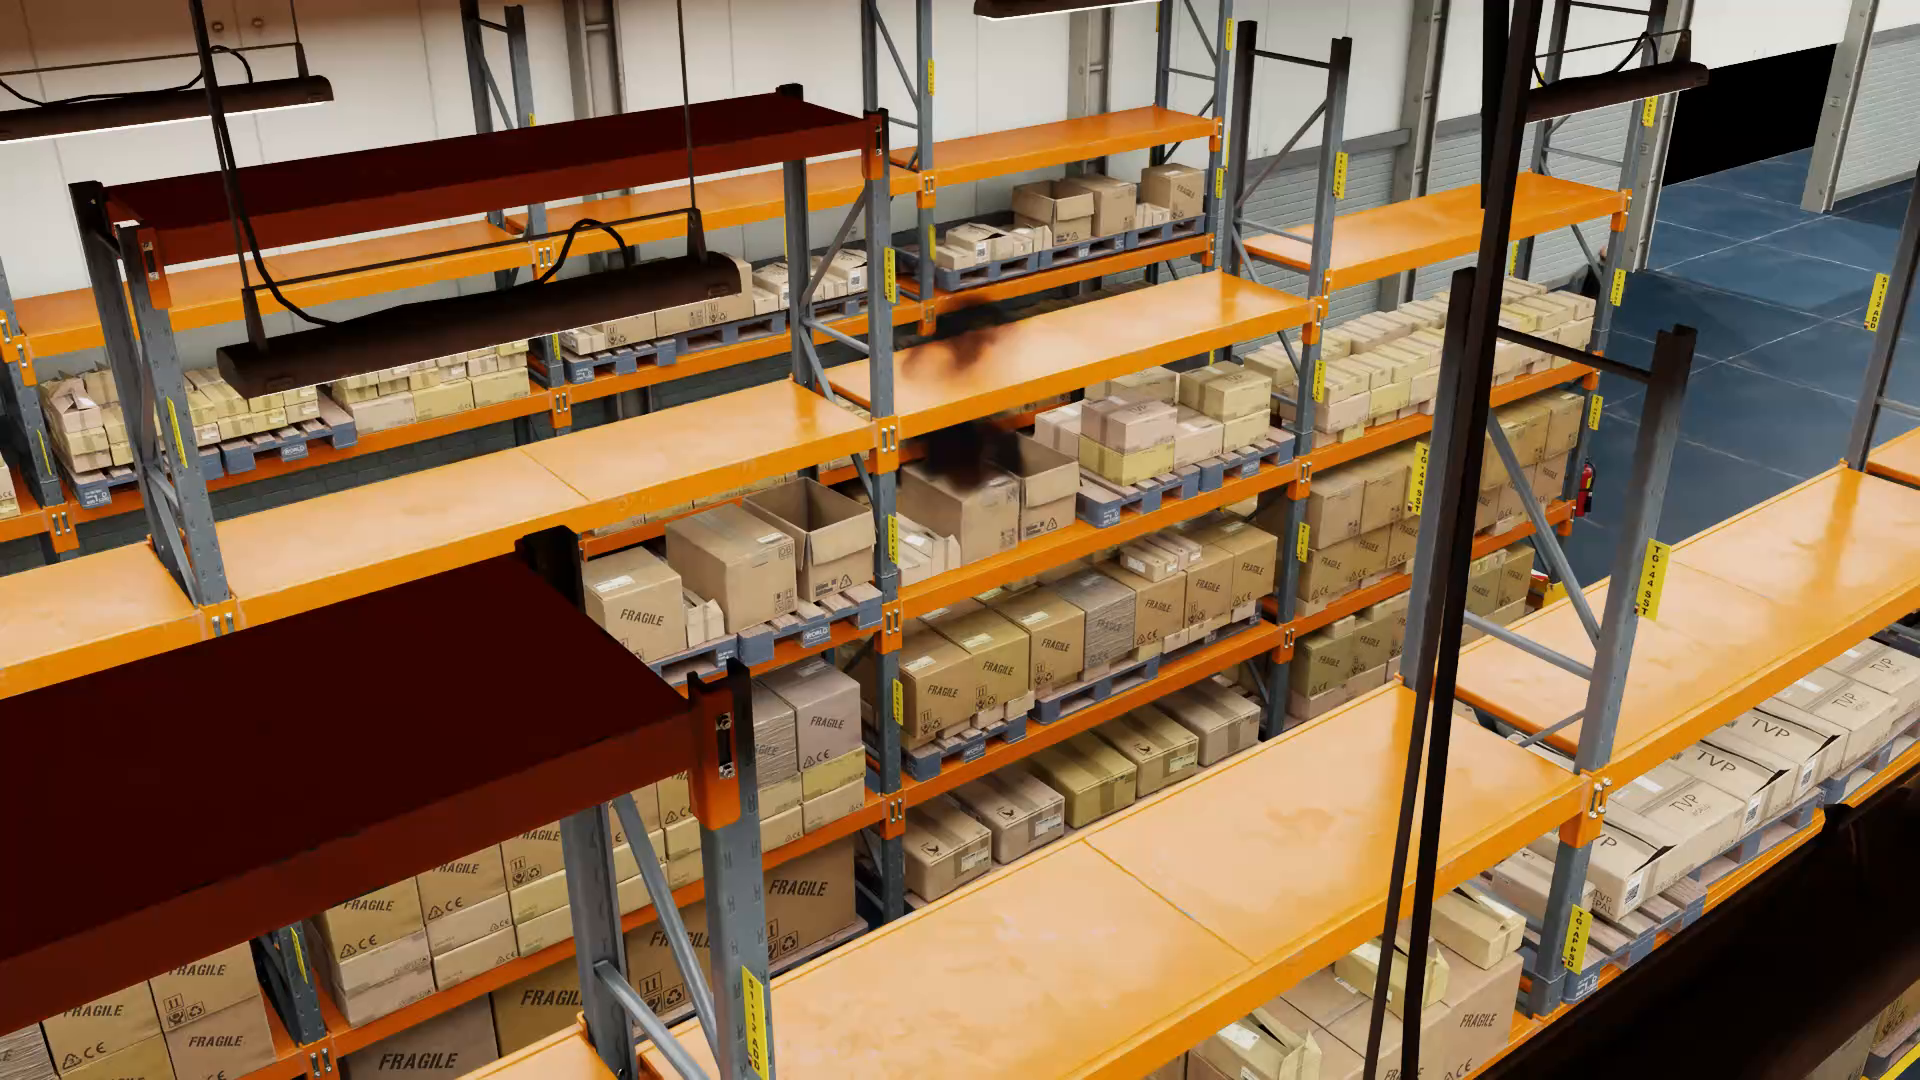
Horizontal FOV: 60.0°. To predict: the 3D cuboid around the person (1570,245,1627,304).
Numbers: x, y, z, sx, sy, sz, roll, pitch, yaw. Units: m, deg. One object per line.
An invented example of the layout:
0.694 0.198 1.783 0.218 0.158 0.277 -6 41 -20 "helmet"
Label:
8.595 -3.099 22.486 0.645 1.793 0.808 23 34 38 "person"
